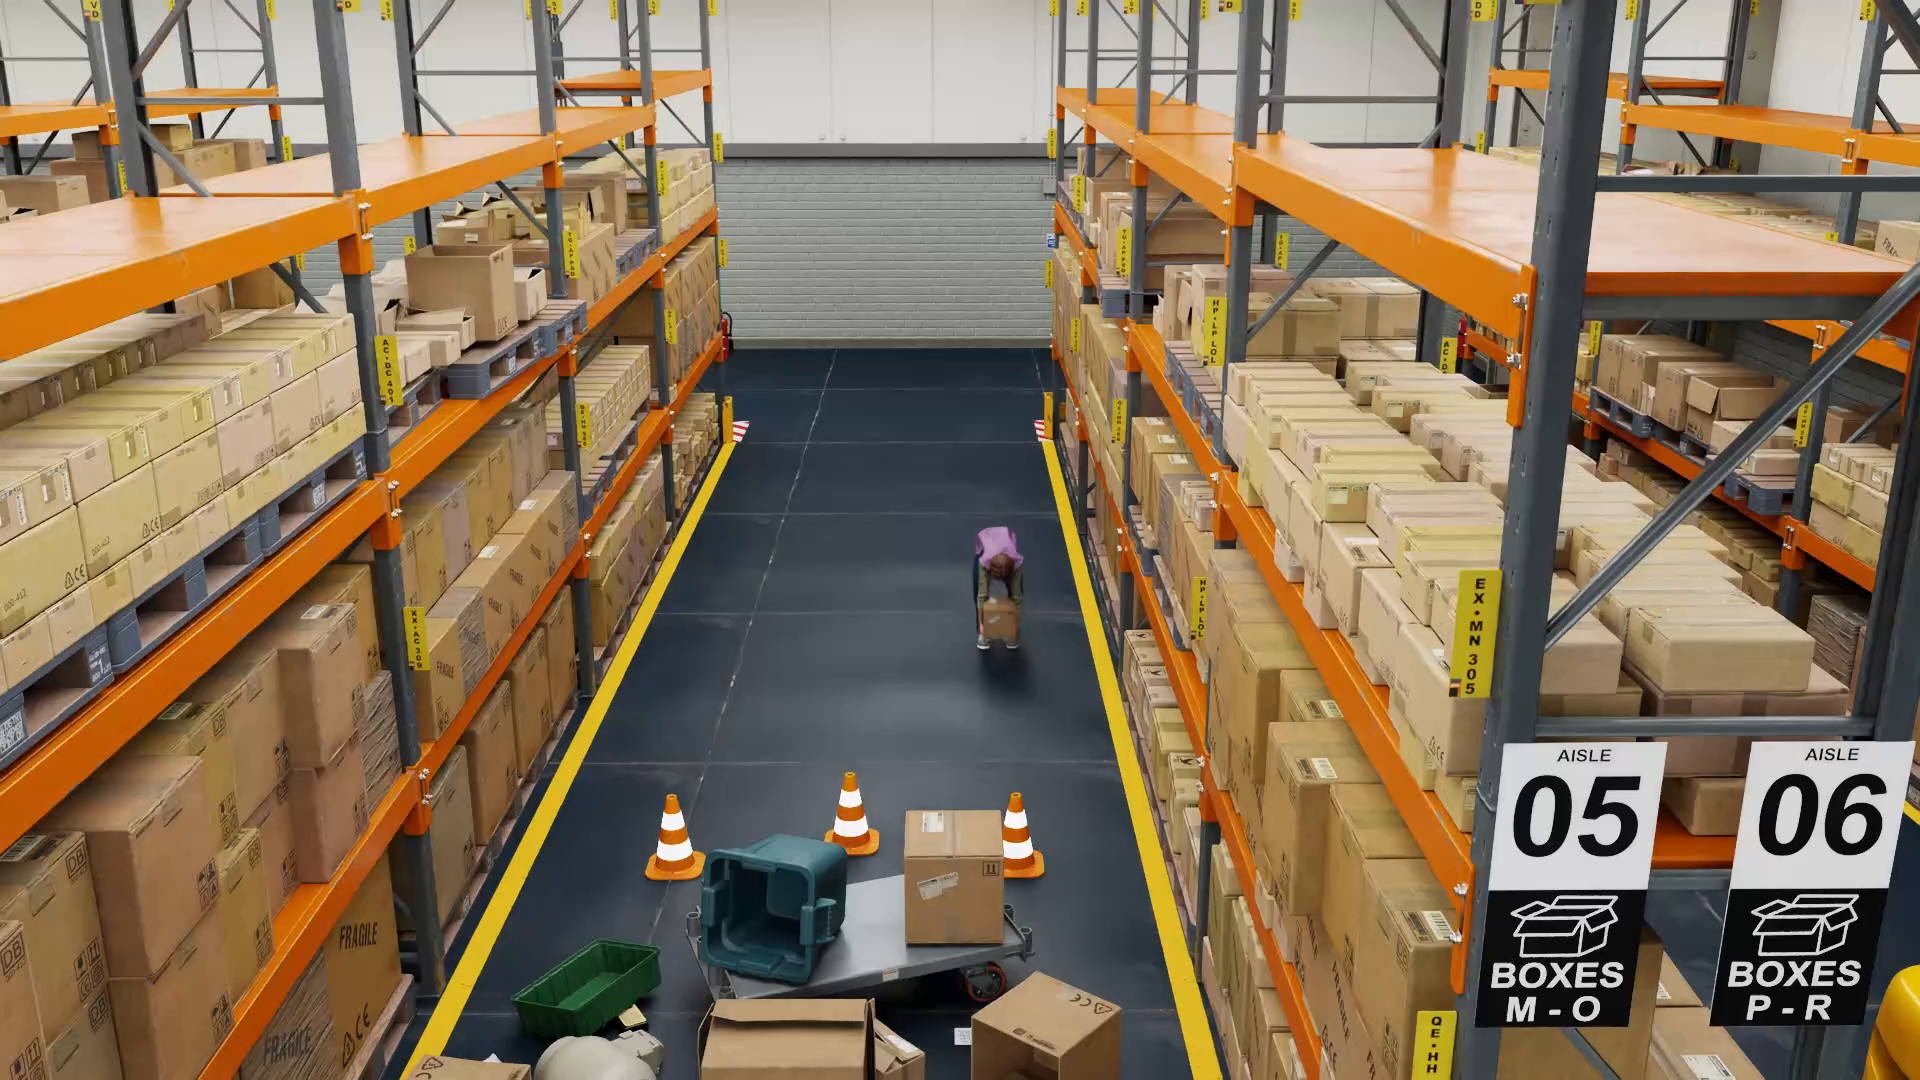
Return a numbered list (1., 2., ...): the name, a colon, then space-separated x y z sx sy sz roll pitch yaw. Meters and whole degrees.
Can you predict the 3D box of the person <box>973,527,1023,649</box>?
1. person: 0.311 0.437 13.186 0.400 0.990 0.871 -1 17 -3
